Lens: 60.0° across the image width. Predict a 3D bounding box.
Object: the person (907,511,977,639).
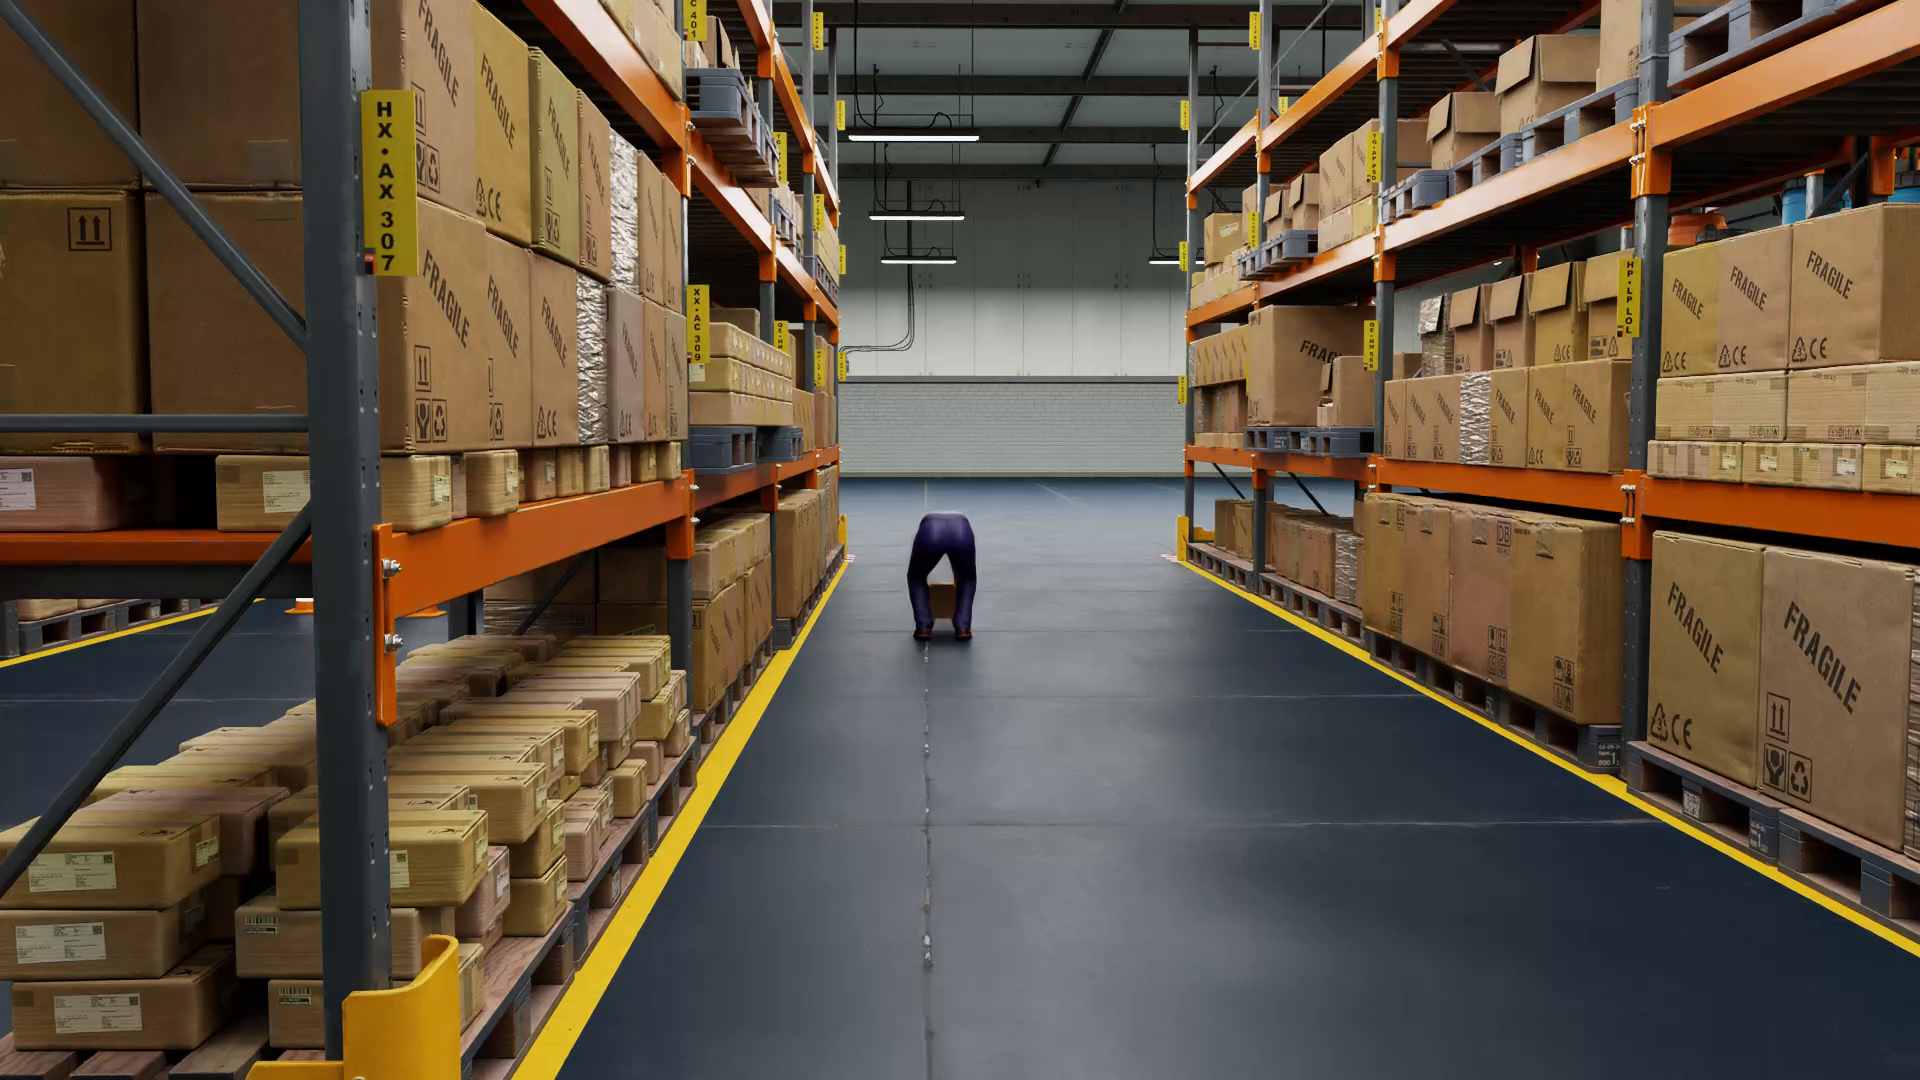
[{"bbox_3d":[-0.133,0.236,12.031,0.509,0.921,0.903,0,4,-5],"label":"person"}]
